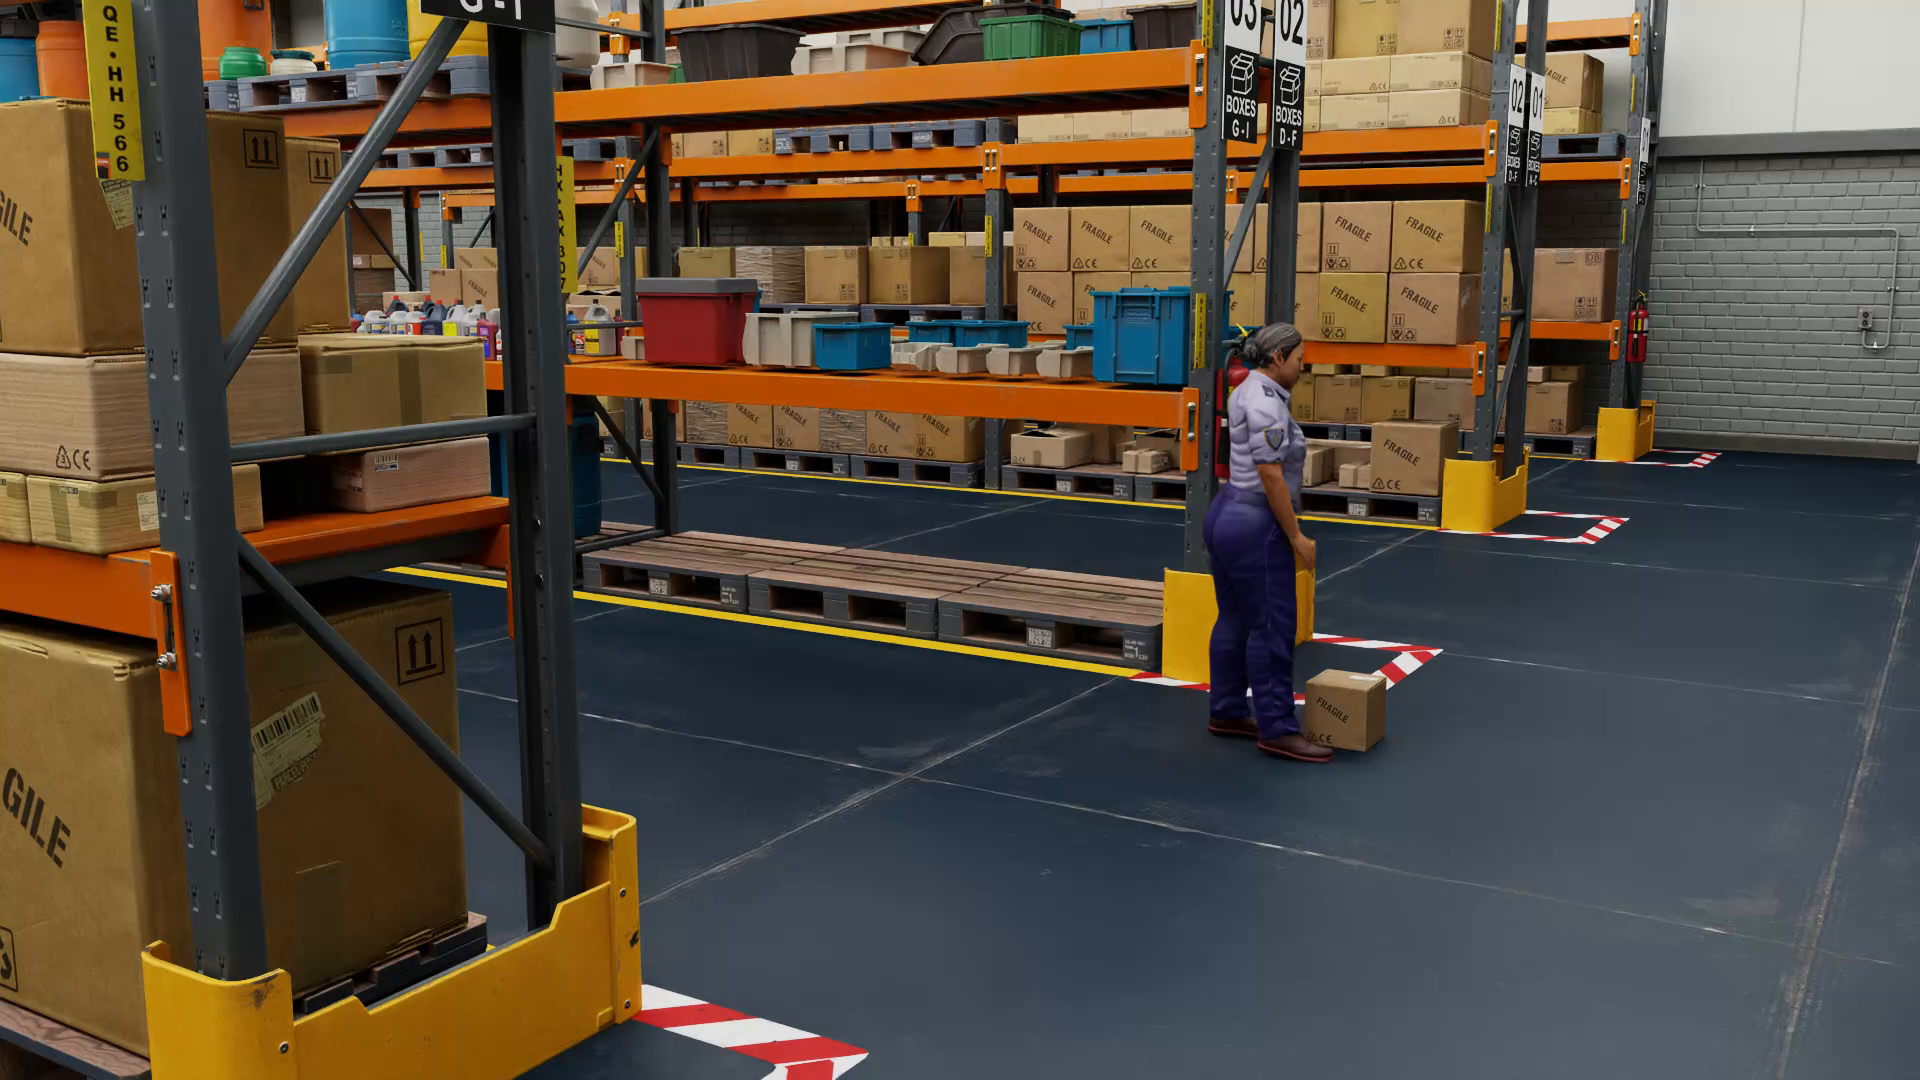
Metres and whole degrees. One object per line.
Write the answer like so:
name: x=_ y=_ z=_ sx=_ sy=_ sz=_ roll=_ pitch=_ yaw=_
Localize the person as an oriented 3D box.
person: x=1.196 y=-0.007 z=6.451 sx=0.468 sy=1.663 sz=0.525 roll=-1 pitch=10 yaw=-3
